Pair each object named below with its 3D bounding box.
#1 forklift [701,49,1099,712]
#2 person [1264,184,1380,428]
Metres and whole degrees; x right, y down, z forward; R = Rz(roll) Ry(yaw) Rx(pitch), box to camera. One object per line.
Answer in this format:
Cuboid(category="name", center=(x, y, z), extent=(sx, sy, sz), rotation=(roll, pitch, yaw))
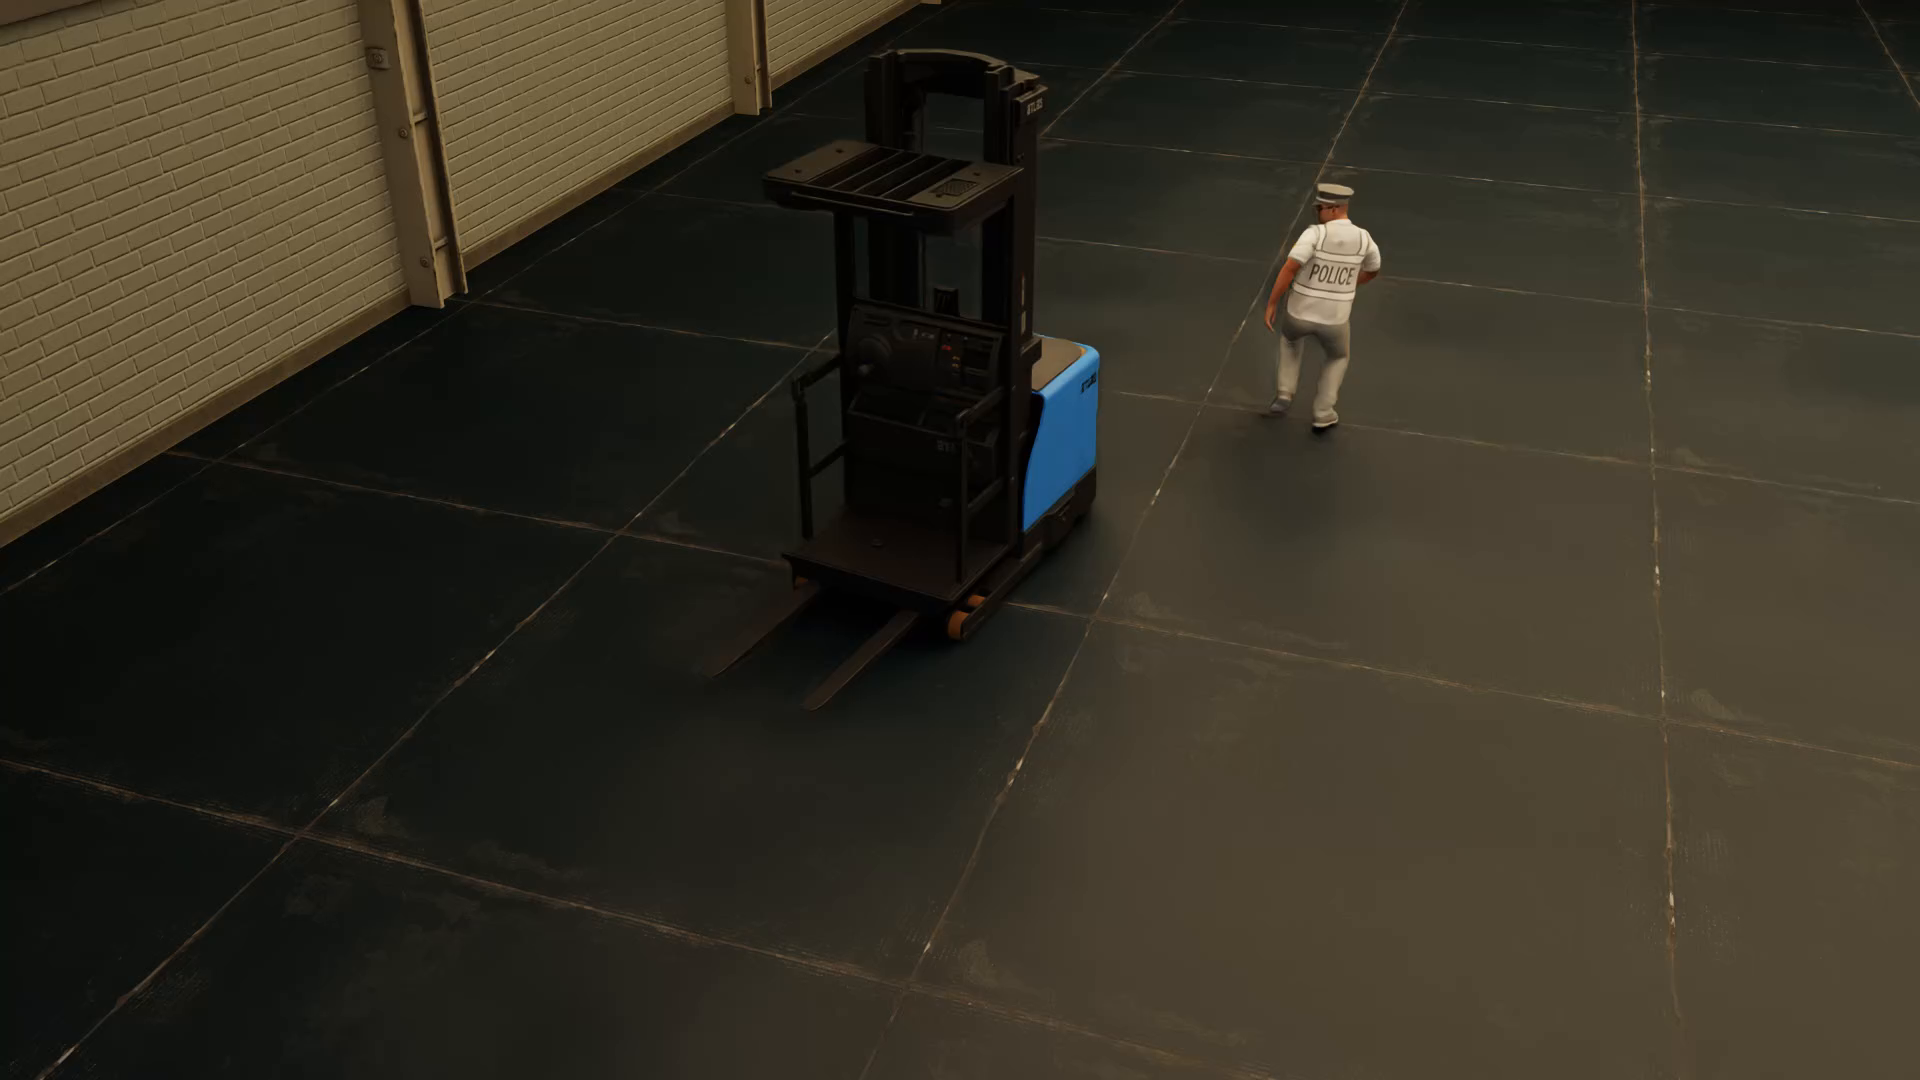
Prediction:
Cuboid(category="forklift", center=(-0.299, -0.973, 8.844), extent=(1.130, 2.935, 3.031), rotation=(15, 33, 25))
Cuboid(category="person", center=(2.410, -1.541, 11.155), extent=(0.723, 1.711, 0.732), rotation=(5, 30, 9))
